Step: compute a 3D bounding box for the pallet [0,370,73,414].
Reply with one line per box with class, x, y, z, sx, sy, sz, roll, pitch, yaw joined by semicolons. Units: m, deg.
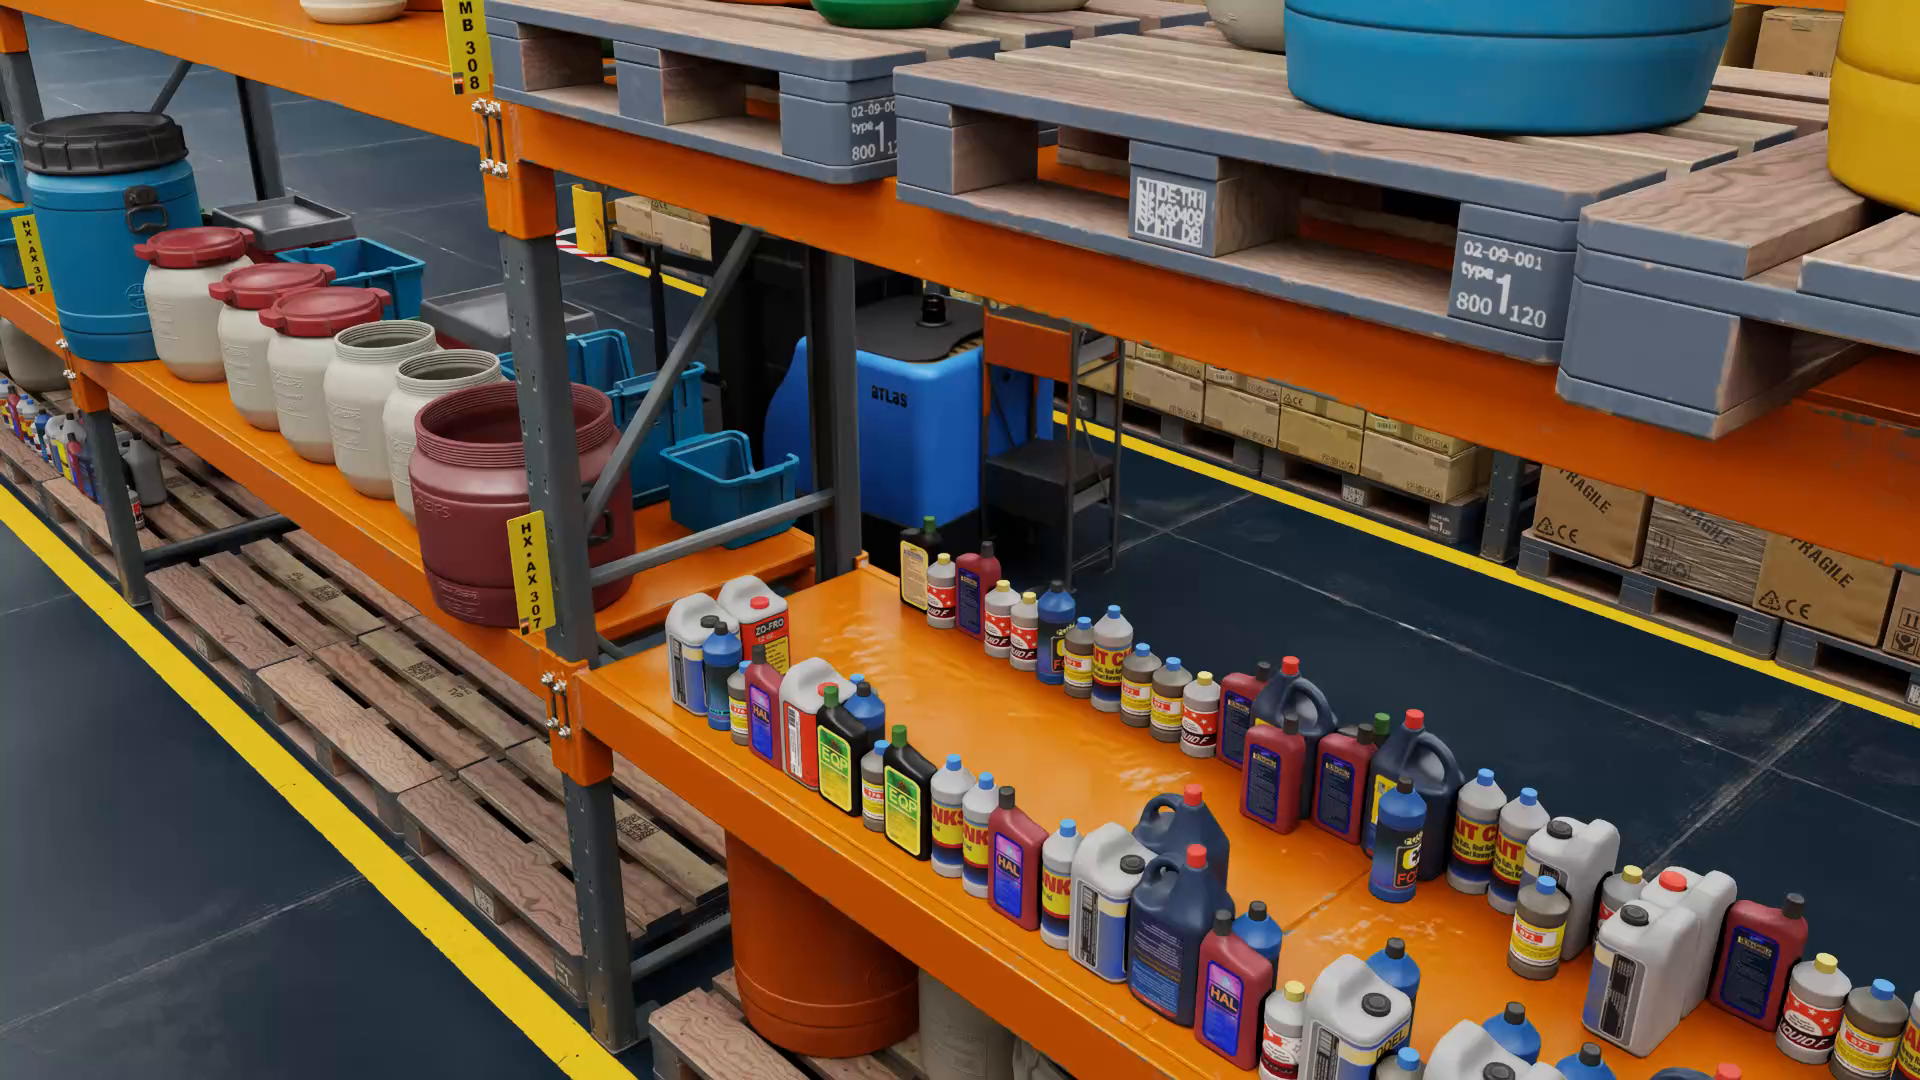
pallet;-5.528;-0.895;9.958;1.003;0.211;1.213;-21;32;-38

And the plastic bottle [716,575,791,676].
plastic bottle;-0.526;0.239;4.262;0.152;0.276;0.135;-21;32;-38

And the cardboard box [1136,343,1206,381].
cardboard box;1.339;-1.147;9.282;0.500;0.311;0.500;-20;31;-37

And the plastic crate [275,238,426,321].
plastic crate;-2.450;-0.956;6.751;0.392;0.384;0.575;-21;32;-38

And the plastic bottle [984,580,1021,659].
plastic bottle;0.114;0.204;4.427;0.097;0.201;0.097;0;25;0

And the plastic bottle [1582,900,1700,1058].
plastic bottle;1.254;0.785;3.064;0.152;0.276;0.135;-21;32;-38

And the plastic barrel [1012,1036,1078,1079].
plastic barrel;0.421;1.394;3.979;0.600;0.588;0.708;-21;32;-38

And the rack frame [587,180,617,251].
rack frame;-2.547;-3.825;13.021;1.000;3.000;0.127;-21;32;-38

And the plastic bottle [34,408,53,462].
plastic bottle;-4.712;-0.547;8.592;0.097;0.271;0.097;0;25;0

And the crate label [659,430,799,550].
crate label;-0.712;-0.155;5.178;0.303;0.233;0.416;-21;32;-38

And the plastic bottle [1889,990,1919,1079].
plastic bottle;1.689;0.871;2.882;0.097;0.271;0.097;0;25;0

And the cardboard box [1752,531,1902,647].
cardboard box;3.725;0.065;6.975;0.500;0.500;0.500;-22;32;-39

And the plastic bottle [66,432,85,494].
plastic bottle;-4.355;-0.383;8.218;0.061;0.283;0.133;-19;30;-35

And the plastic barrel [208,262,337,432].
plastic barrel;-2.436;-0.697;6.000;0.433;0.535;0.433;0;25;0

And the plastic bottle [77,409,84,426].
plastic bottle;-4.465;-0.524;8.527;0.061;0.283;0.133;-21;32;-38

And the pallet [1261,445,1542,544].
pallet;2.387;-0.393;8.858;1.003;0.211;1.213;-21;32;-38

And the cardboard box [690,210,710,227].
cardboard box;-1.649;-2.582;12.200;0.500;0.500;0.500;-21;32;-38

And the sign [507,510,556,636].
sign;-1.094;0.086;4.250;0.100;0.325;0.005;-21;32;-38

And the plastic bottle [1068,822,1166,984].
plastic bottle;0.310;0.702;3.247;0.152;0.276;0.135;-21;32;-38

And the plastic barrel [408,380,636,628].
plastic barrel;-1.236;-0.114;4.722;0.600;0.536;0.708;-21;32;-38

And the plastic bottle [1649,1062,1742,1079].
plastic bottle;1.148;0.954;2.604;0.144;0.351;0.185;-21;32;-38

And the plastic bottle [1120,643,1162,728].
plastic bottle;0.447;0.352;4.104;0.097;0.201;0.097;0;25;0

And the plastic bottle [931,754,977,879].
plastic bottle;-0.013;0.577;3.526;0.097;0.271;0.097;0;25;0

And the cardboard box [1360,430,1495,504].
cardboard box;2.383;-0.432;8.389;0.500;0.250;0.500;-20;31;-37

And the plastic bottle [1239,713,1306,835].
plastic bottle;0.693;0.500;3.680;0.061;0.283;0.133;-21;32;-38

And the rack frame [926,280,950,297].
rack frame;0.187;-2.613;10.365;1.000;3.000;0.127;-21;32;-38

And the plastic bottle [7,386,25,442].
plastic bottle;-5.012;-0.674;8.856;0.061;0.283;0.133;-21;32;-38

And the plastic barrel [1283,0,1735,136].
plastic barrel;0.758;-1.043;2.199;0.600;0.901;0.708;-21;32;-38

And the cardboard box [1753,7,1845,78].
cardboard box;5.804;-3.355;11.339;0.500;0.500;0.700;20;31;37

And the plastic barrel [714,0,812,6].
plastic barrel;-0.311;-1.576;3.453;0.600;0.830;0.708;-21;32;-38

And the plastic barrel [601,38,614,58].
plastic barrel;-0.903;-1.352;4.172;0.294;0.245;0.294;0;25;0

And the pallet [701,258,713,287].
pallet;-1.164;-1.967;12.308;1.003;0.211;1.213;-21;32;-38

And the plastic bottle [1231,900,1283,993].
plastic bottle;0.540;0.786;3.069;0.097;0.271;0.097;0;25;0

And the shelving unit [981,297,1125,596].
shelving unit;0.422;-0.817;7.511;0.503;2.100;0.431;19;30;35

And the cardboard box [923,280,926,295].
cardboard box;-0.289;-1.632;11.020;0.500;0.250;0.500;-21;32;-38

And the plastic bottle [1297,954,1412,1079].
plastic bottle;0.686;0.869;2.881;0.152;0.276;0.135;-21;32;-38

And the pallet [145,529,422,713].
pallet;-2.866;0.286;7.368;1.003;0.211;1.213;-21;32;-38

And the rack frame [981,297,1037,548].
rack frame;0.233;-0.881;7.651;0.015;2.100;0.400;19;30;35

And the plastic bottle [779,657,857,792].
plastic bottle;-0.321;0.422;3.861;0.152;0.276;0.135;-21;32;-38

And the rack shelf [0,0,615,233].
rack shelf;-2.064;-1.641;5.485;1.077;0.370;4.000;-21;32;-38

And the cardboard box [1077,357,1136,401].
cardboard box;0.986;-1.050;9.744;0.500;0.250;0.500;-22;33;-40

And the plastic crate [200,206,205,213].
plastic crate;-4.153;-1.604;8.408;0.450;0.188;0.662;-21;32;-38

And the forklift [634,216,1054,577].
forklift;-0.988;-1.642;8.319;3.031;2.935;1.130;19;30;35

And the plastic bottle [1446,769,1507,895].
plastic bottle;1.081;0.601;3.473;0.097;0.271;0.097;0;25;0

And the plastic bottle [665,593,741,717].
plastic bottle;-0.638;0.282;4.168;0.152;0.276;0.135;-21;32;-38

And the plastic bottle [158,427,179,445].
plastic bottle;-4.191;-0.669;8.854;0.152;0.276;0.135;-21;32;-38
